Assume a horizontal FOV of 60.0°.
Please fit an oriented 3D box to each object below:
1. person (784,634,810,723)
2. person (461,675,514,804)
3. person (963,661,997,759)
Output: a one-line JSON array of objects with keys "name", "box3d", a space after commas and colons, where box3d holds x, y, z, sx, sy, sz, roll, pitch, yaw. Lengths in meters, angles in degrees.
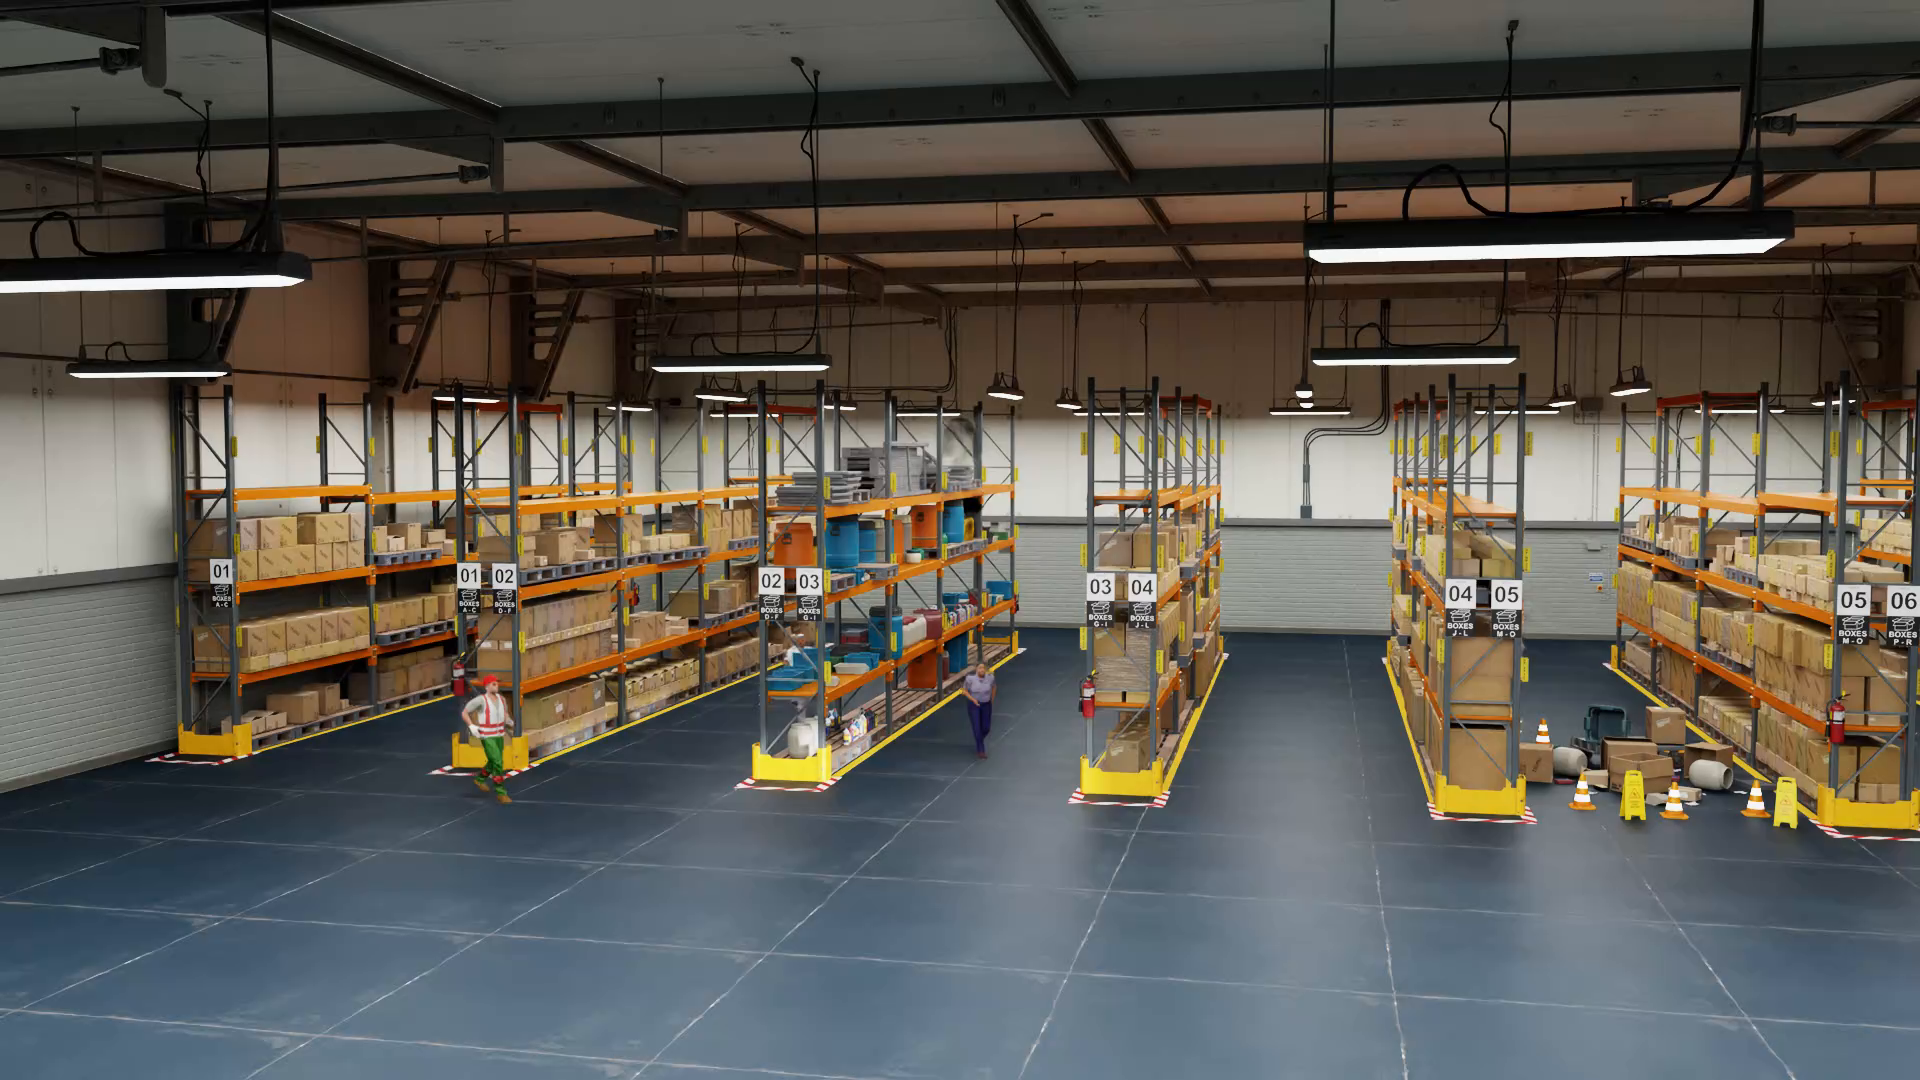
[{"name": "person", "box3d": [-2.897, 2.513, 30.121, 0.602, 1.647, 0.583, 0, 3, 2]}, {"name": "person", "box3d": [-6.648, 2.801, 23.537, 0.894, 1.794, 0.680, 2, 4, 32]}, {"name": "person", "box3d": [0.317, 2.728, 26.934, 0.572, 1.575, 0.712, 0, 3, -5]}]
